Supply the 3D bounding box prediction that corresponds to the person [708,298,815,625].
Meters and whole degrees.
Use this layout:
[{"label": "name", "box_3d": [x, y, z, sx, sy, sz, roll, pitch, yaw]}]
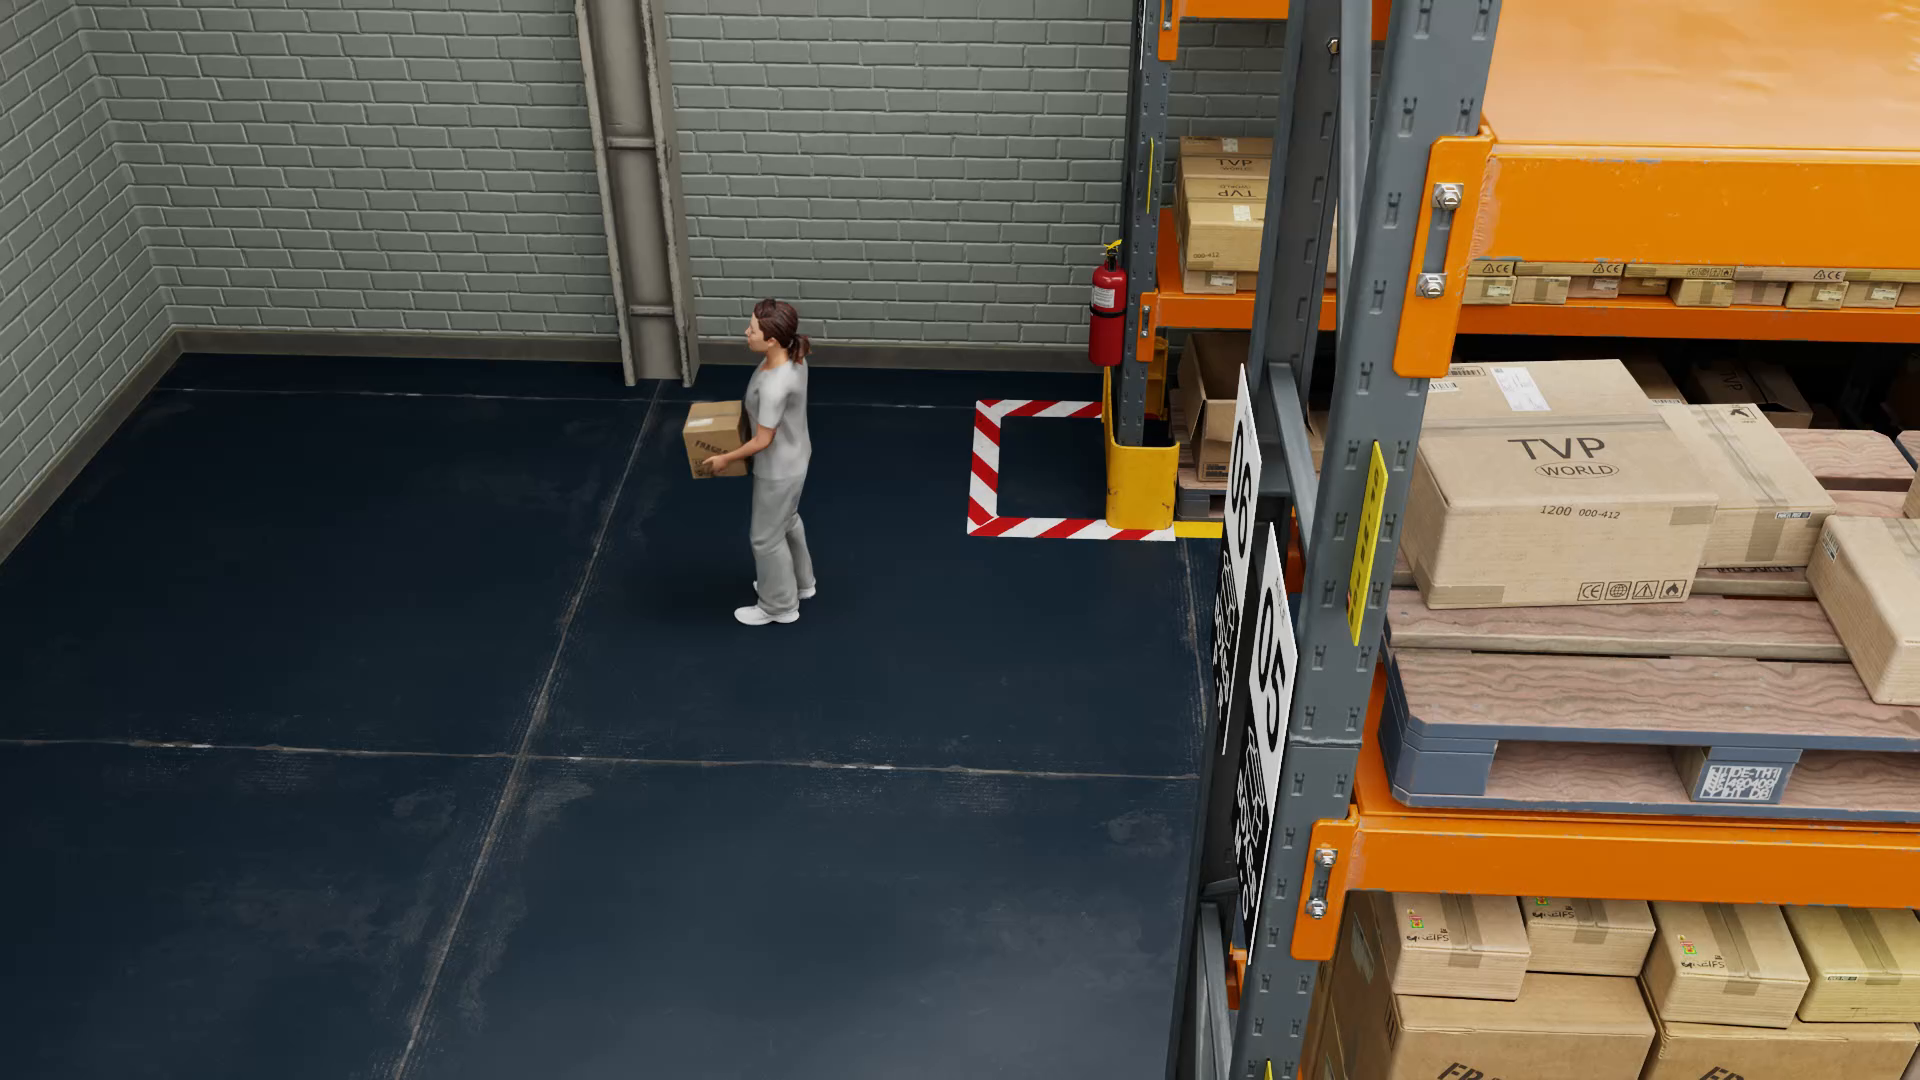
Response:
[{"label": "person", "box_3d": [-0.885, -0.344, 7.592, 0.490, 1.675, 0.463, 1, 36, 1]}]
